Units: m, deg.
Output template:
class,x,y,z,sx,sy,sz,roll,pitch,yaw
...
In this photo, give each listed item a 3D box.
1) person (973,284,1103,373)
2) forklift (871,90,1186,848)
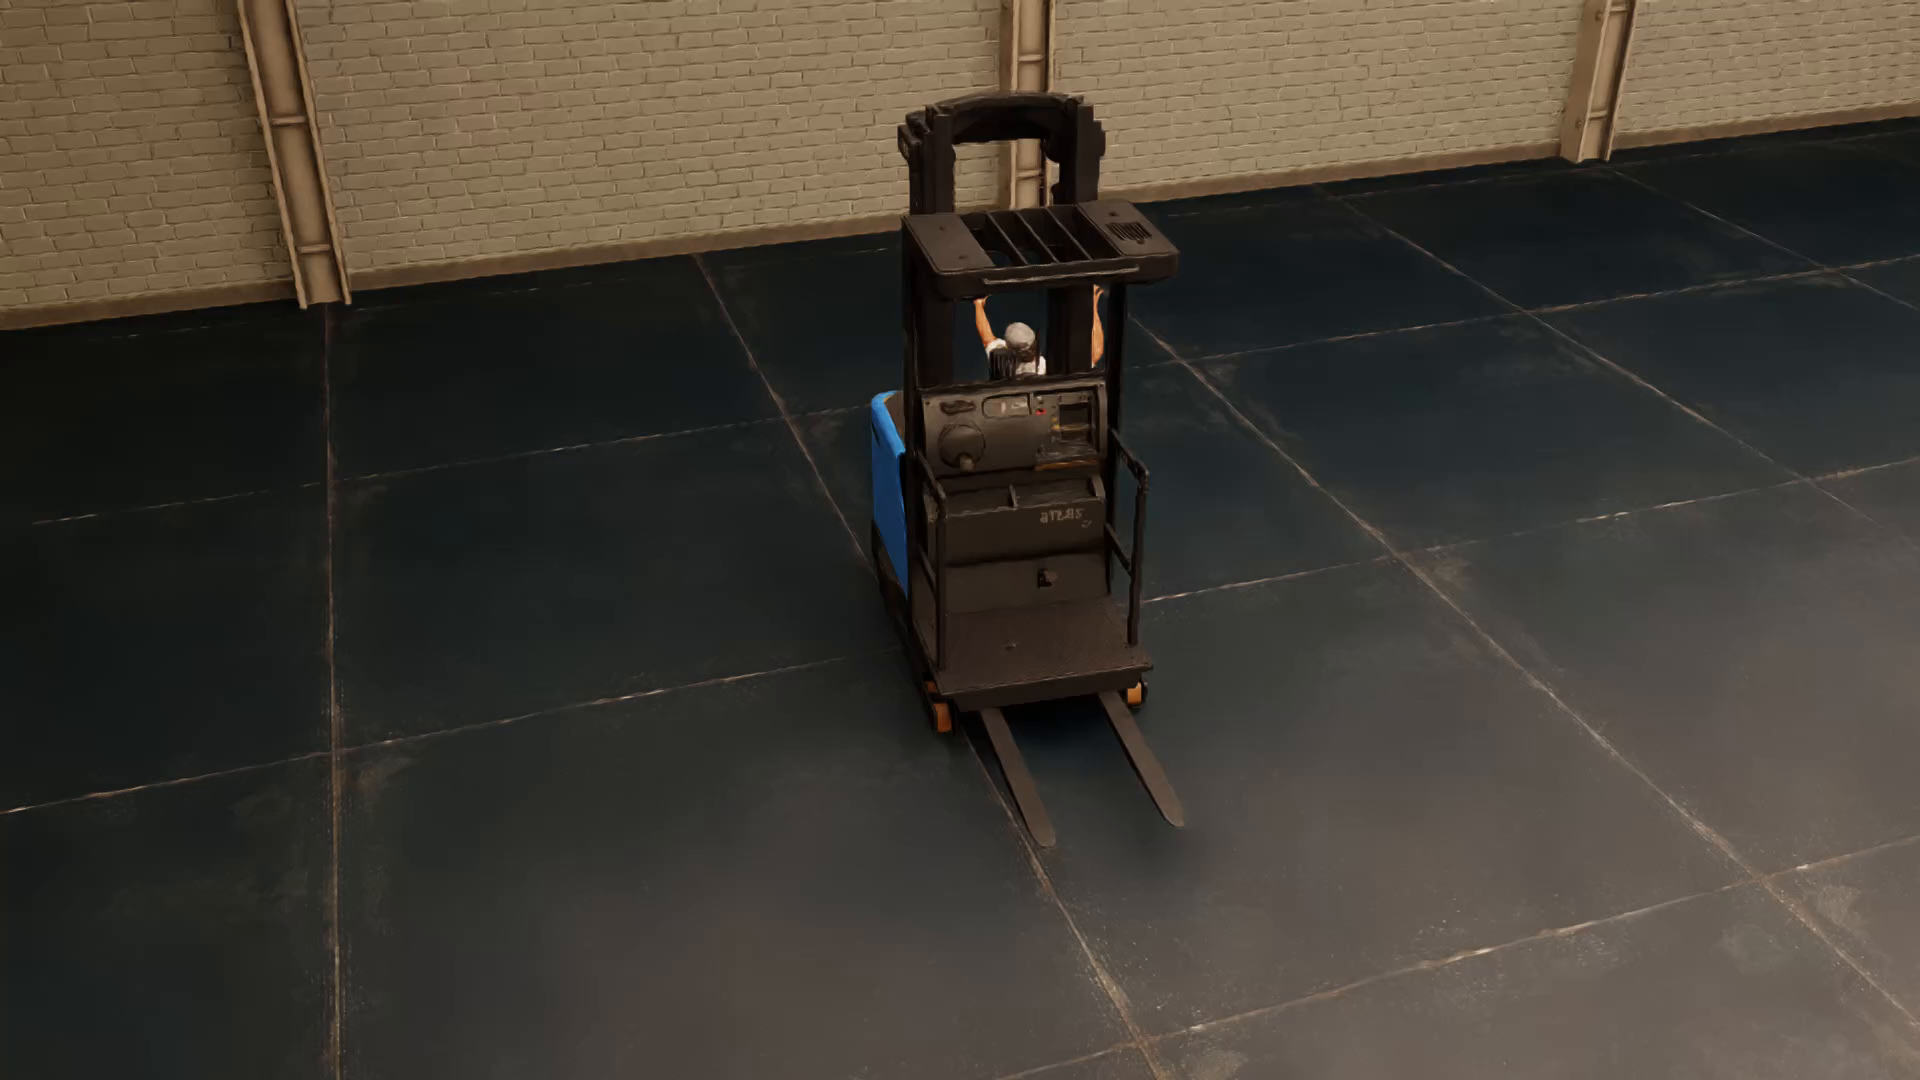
class,x,y,z,sx,sy,sz,roll,pitch,yaw
person,0.512,-0.839,9.956,0.777,1.576,1.012,-19,35,-29
forklift,0.326,-0.512,7.976,1.130,2.935,3.031,-7,31,-12
